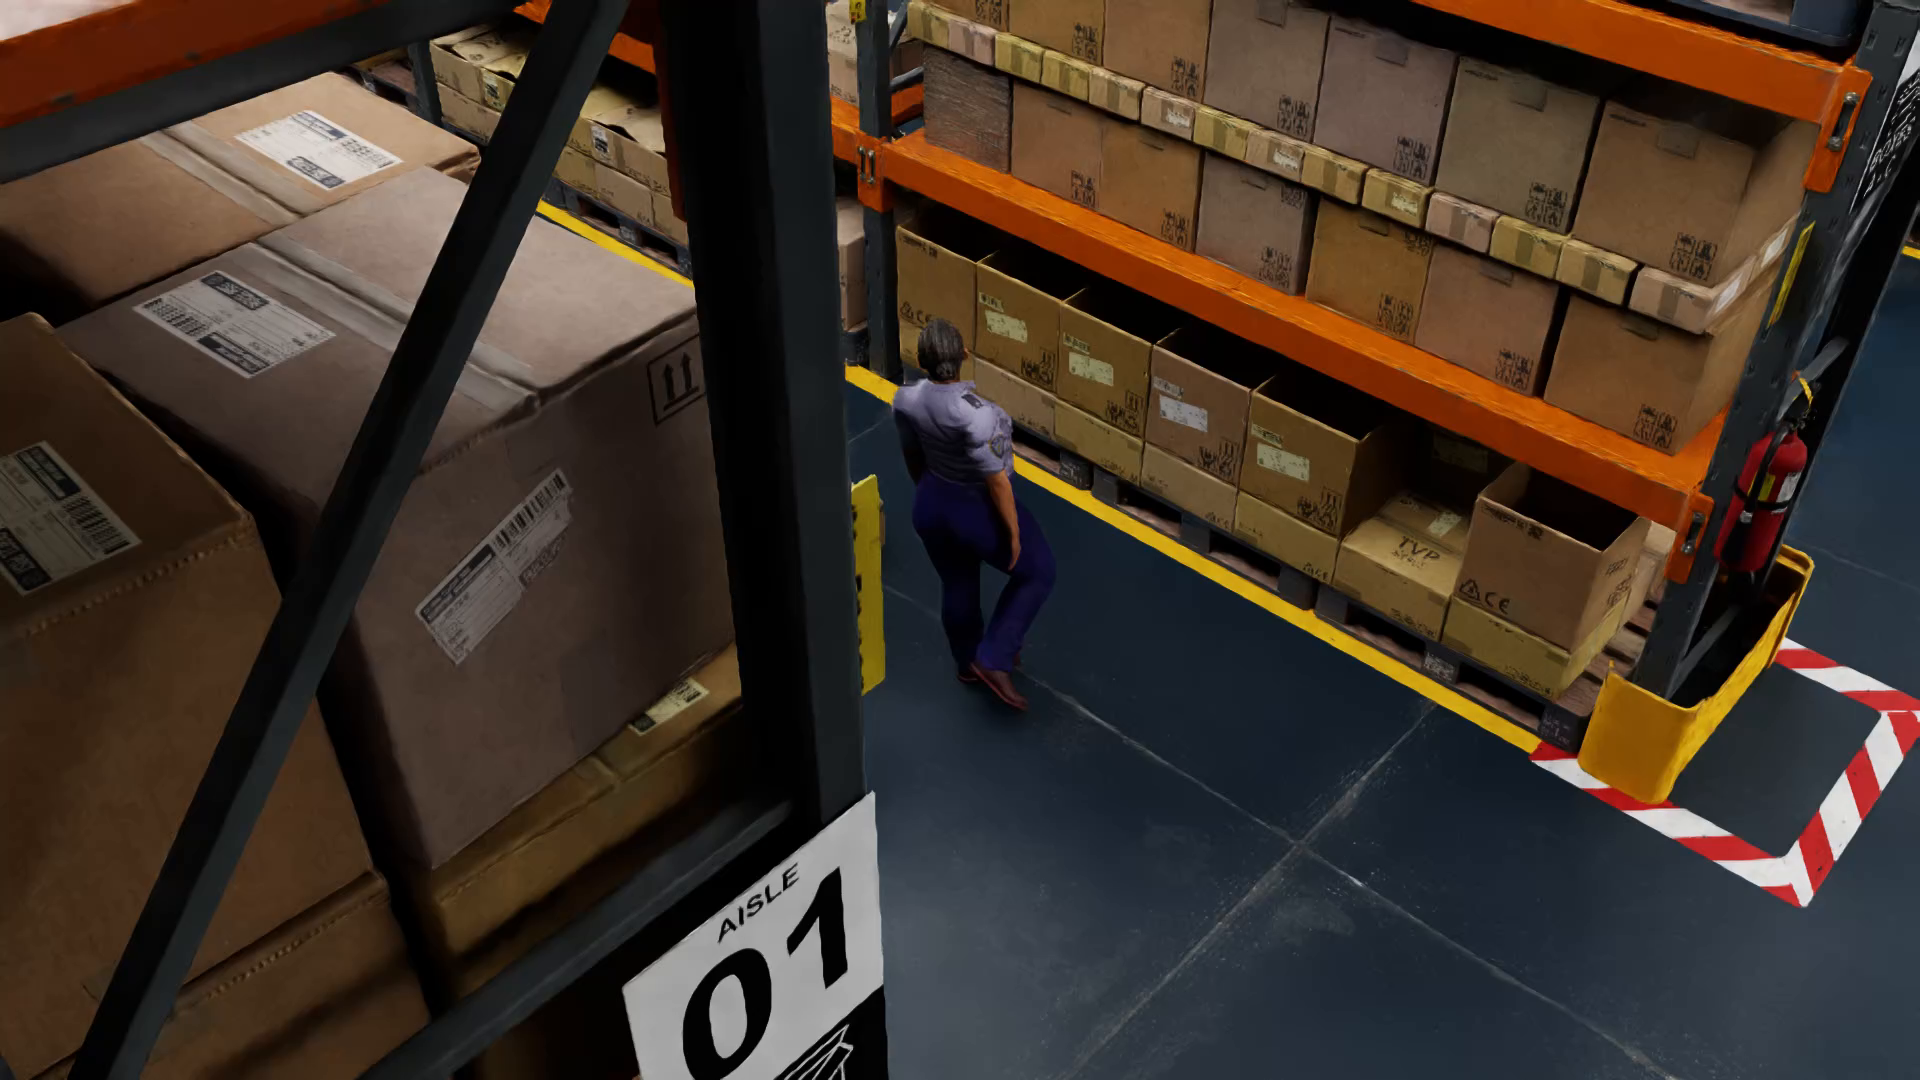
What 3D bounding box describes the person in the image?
[{"bbox_3d":[0.066,-0.088,6.265,0.636,1.652,0.441,25,46,27],"label":"person"}]
